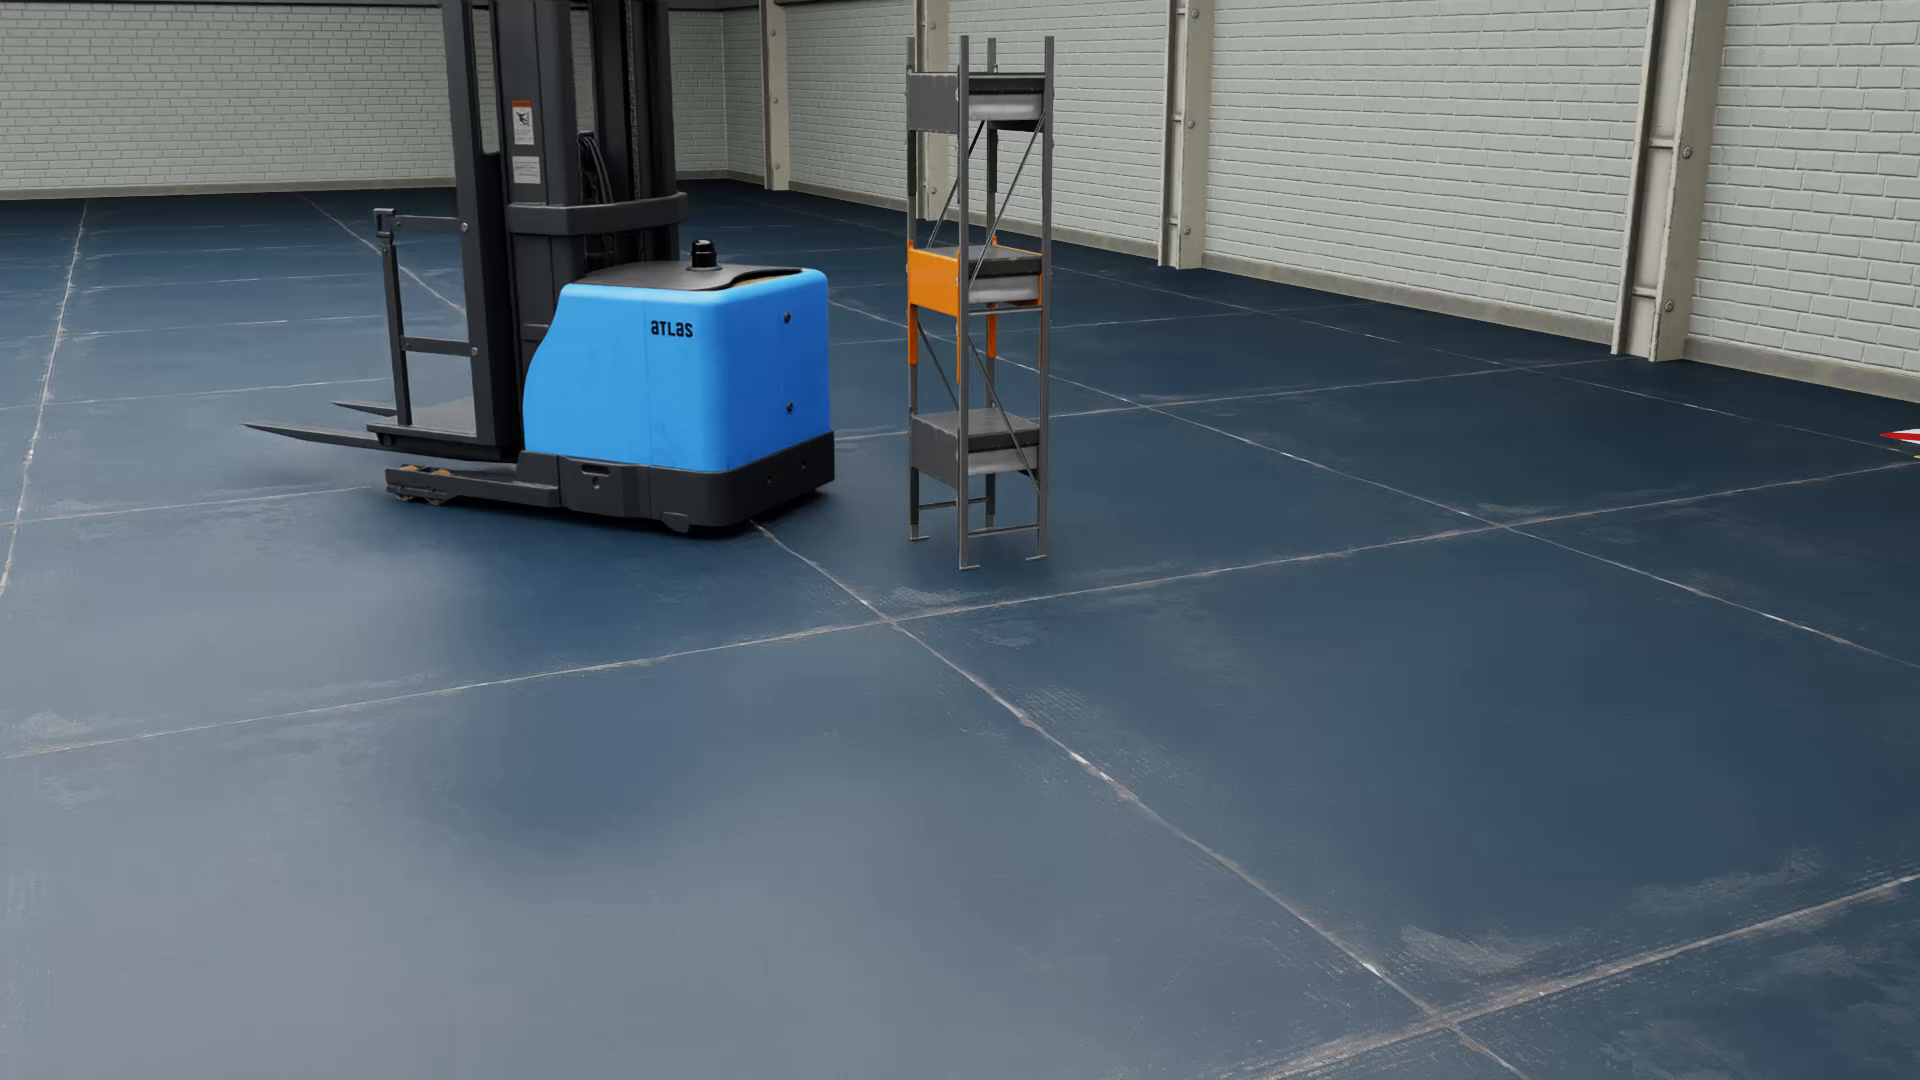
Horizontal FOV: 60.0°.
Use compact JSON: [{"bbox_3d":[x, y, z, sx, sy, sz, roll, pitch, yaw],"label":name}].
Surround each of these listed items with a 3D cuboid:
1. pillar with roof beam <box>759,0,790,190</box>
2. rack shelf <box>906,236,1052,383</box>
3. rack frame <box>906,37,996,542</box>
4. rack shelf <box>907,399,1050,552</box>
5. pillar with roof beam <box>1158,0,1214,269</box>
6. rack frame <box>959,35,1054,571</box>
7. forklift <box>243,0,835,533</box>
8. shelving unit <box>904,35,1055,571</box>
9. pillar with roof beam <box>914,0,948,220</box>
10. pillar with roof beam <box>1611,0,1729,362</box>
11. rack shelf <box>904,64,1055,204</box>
[{"bbox_3d":[-6.870,-9.577,24.311,9.100,9.000,0.400,-8,18,-25],"label":"pillar with roof beam"},{"bbox_3d":[0.073,-0.955,6.822,0.431,0.518,0.480,-8,18,-25],"label":"rack shelf"},{"bbox_3d":[-0.034,-1.029,7.029,0.400,2.100,0.015,-8,18,-25],"label":"rack frame"},{"bbox_3d":[0.073,-0.282,7.015,0.431,0.518,0.480,-8,18,-25],"label":"rack shelf"},{"bbox_3d":[-1.613,-6.602,13.942,9.100,9.000,0.400,-8,18,-25],"label":"pillar with roof beam"},{"bbox_3d":[0.179,-0.908,6.607,0.400,2.100,0.015,-8,18,-25],"label":"rack frame"},{"bbox_3d":[-2.161,-1.695,7.844,3.031,2.935,1.130,7,18,24],"label":"forklift"},{"bbox_3d":[0.073,-0.968,6.818,0.431,2.100,0.503,-8,18,-25],"label":"shelving unit"},{"bbox_3d":[-4.241,-8.090,19.127,9.100,9.000,0.400,-8,18,-25],"label":"pillar with roof beam"},{"bbox_3d":[1.016,-5.114,8.758,9.100,9.000,0.400,-8,18,-25],"label":"pillar with roof beam"},{"bbox_3d":[0.072,-1.628,6.629,0.431,0.518,0.480,-8,18,-25],"label":"rack shelf"}]
